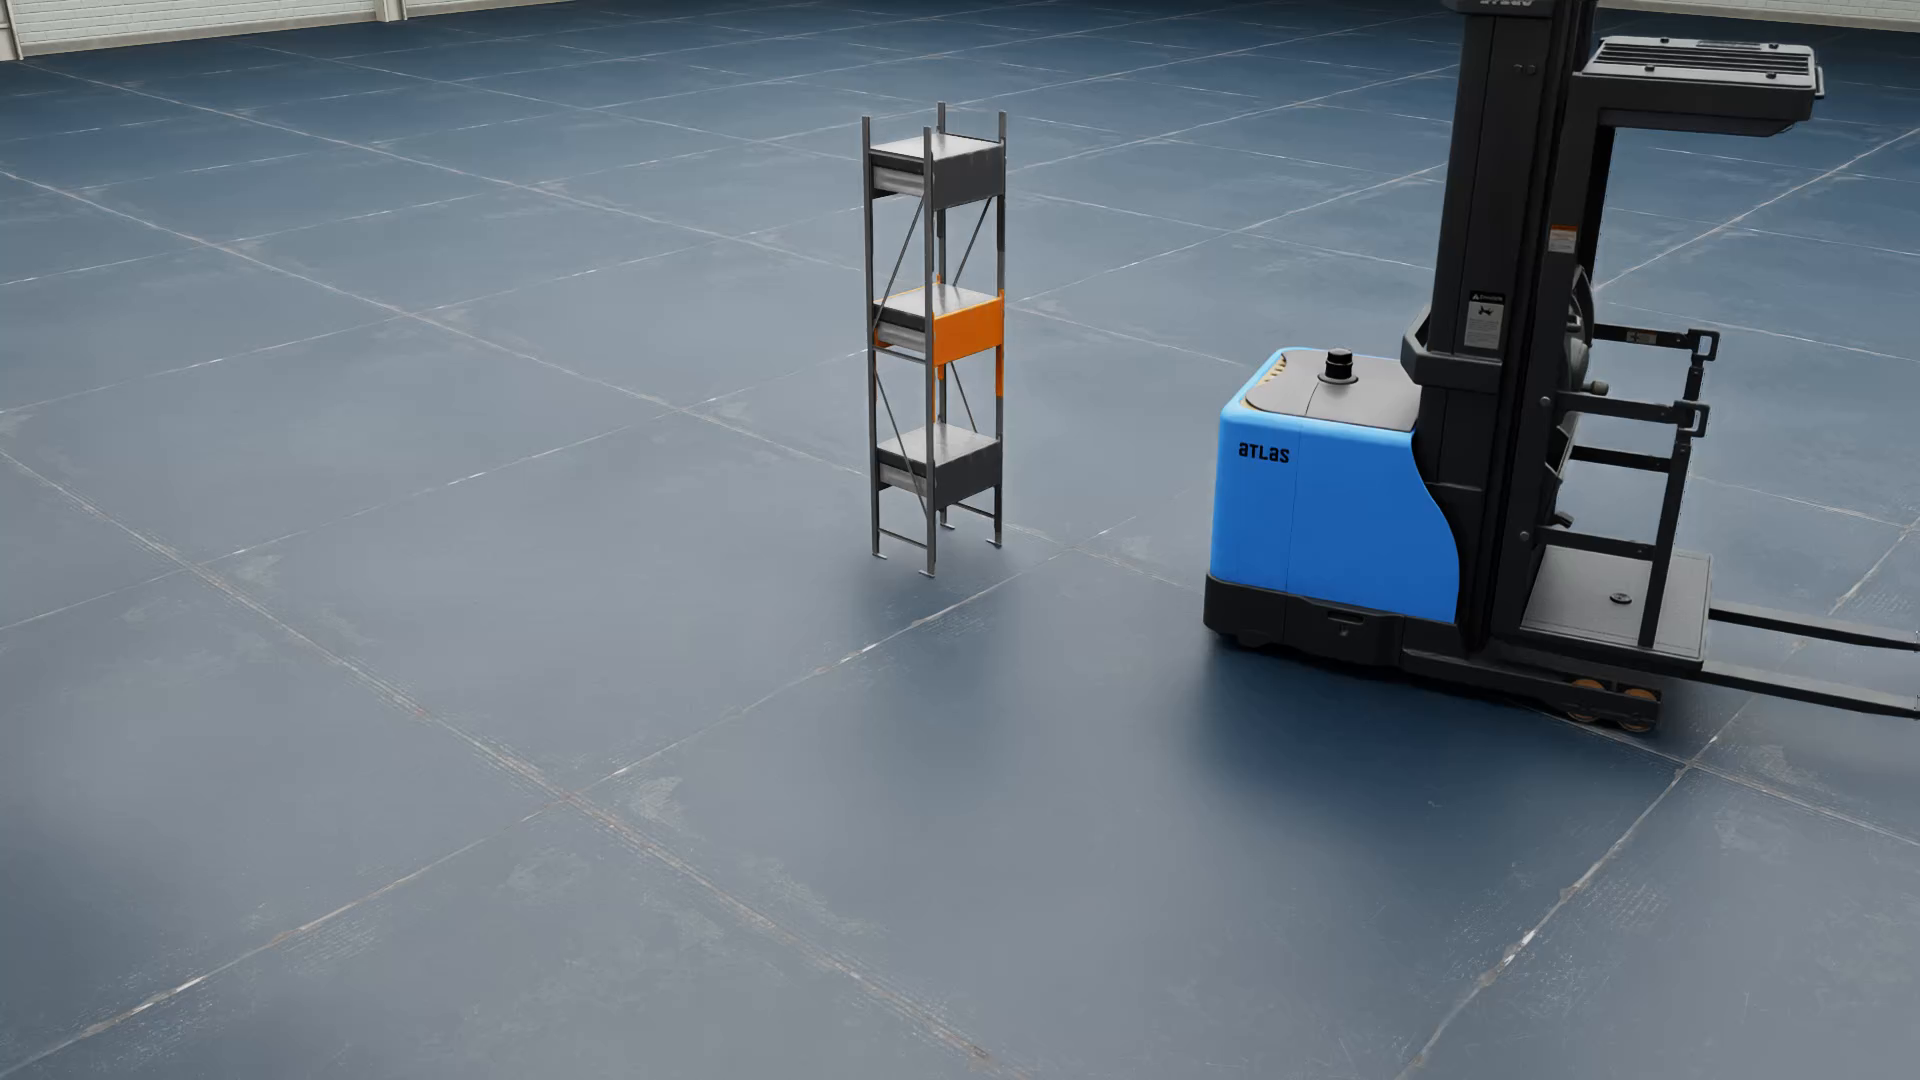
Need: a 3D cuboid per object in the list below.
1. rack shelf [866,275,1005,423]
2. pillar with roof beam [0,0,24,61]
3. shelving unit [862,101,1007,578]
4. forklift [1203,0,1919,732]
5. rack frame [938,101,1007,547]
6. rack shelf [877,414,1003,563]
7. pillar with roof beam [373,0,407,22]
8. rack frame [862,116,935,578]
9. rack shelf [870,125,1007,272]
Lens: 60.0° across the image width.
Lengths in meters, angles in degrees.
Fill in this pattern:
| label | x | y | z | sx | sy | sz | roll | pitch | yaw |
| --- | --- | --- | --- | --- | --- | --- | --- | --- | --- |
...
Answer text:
| label | x | y | z | sx | sy | sz | roll | pitch | yaw |
| --- | --- | --- | --- | --- | --- | --- | --- | --- | --- |
| rack shelf | -0.110 | -0.895 | 7.714 | 0.431 | 0.518 | 0.480 | 20 | 31 | 38 |
| pillar with roof beam | -10.115 | -9.627 | 18.722 | 9.100 | 9.000 | 0.400 | 20 | 31 | 38 |
| shelving unit | -0.110 | -0.908 | 7.708 | 0.431 | 2.100 | 0.503 | 20 | 31 | 38 |
| forklift | 2.624 | -0.827 | 6.513 | 3.031 | 2.935 | 1.130 | 11 | 26 | 22 |
| rack frame | 0.052 | -0.982 | 7.874 | 0.400 | 2.100 | 0.015 | 20 | 31 | 38 |
| rack shelf | -0.110 | -0.256 | 8.000 | 0.431 | 0.518 | 0.480 | 20 | 31 | 38 |
| pillar with roof beam | -6.111 | -11.455 | 22.799 | 9.100 | 9.000 | 0.400 | 20 | 31 | 38 |
| rack frame | -0.273 | -0.833 | 7.542 | 0.400 | 2.100 | 0.015 | 20 | 31 | 38 |
| rack shelf | -0.110 | -1.534 | 7.427 | 0.431 | 0.518 | 0.480 | 20 | 31 | 38 |
